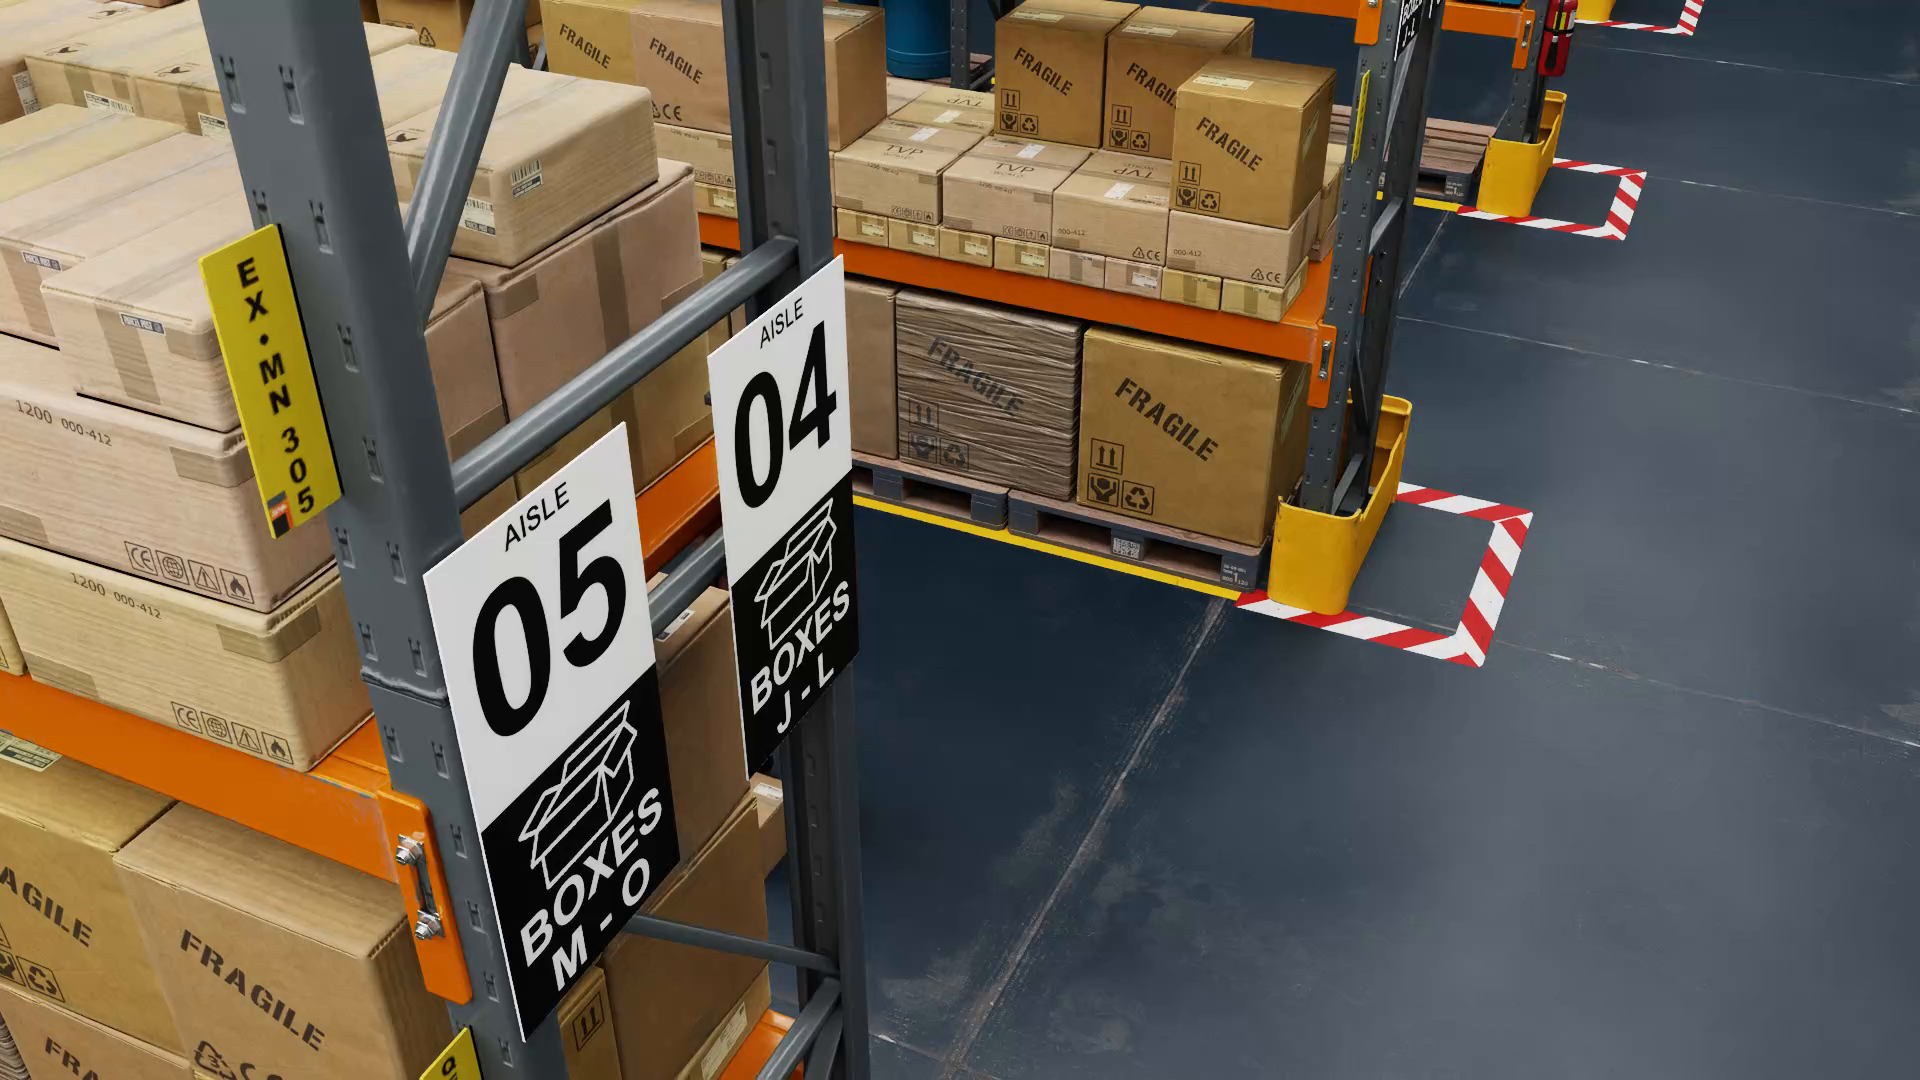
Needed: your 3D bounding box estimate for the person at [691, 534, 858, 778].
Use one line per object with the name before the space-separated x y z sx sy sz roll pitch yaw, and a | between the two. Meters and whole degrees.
person | -0.652 0.255 5.765 0.654 1.774 0.415 13 36 19
